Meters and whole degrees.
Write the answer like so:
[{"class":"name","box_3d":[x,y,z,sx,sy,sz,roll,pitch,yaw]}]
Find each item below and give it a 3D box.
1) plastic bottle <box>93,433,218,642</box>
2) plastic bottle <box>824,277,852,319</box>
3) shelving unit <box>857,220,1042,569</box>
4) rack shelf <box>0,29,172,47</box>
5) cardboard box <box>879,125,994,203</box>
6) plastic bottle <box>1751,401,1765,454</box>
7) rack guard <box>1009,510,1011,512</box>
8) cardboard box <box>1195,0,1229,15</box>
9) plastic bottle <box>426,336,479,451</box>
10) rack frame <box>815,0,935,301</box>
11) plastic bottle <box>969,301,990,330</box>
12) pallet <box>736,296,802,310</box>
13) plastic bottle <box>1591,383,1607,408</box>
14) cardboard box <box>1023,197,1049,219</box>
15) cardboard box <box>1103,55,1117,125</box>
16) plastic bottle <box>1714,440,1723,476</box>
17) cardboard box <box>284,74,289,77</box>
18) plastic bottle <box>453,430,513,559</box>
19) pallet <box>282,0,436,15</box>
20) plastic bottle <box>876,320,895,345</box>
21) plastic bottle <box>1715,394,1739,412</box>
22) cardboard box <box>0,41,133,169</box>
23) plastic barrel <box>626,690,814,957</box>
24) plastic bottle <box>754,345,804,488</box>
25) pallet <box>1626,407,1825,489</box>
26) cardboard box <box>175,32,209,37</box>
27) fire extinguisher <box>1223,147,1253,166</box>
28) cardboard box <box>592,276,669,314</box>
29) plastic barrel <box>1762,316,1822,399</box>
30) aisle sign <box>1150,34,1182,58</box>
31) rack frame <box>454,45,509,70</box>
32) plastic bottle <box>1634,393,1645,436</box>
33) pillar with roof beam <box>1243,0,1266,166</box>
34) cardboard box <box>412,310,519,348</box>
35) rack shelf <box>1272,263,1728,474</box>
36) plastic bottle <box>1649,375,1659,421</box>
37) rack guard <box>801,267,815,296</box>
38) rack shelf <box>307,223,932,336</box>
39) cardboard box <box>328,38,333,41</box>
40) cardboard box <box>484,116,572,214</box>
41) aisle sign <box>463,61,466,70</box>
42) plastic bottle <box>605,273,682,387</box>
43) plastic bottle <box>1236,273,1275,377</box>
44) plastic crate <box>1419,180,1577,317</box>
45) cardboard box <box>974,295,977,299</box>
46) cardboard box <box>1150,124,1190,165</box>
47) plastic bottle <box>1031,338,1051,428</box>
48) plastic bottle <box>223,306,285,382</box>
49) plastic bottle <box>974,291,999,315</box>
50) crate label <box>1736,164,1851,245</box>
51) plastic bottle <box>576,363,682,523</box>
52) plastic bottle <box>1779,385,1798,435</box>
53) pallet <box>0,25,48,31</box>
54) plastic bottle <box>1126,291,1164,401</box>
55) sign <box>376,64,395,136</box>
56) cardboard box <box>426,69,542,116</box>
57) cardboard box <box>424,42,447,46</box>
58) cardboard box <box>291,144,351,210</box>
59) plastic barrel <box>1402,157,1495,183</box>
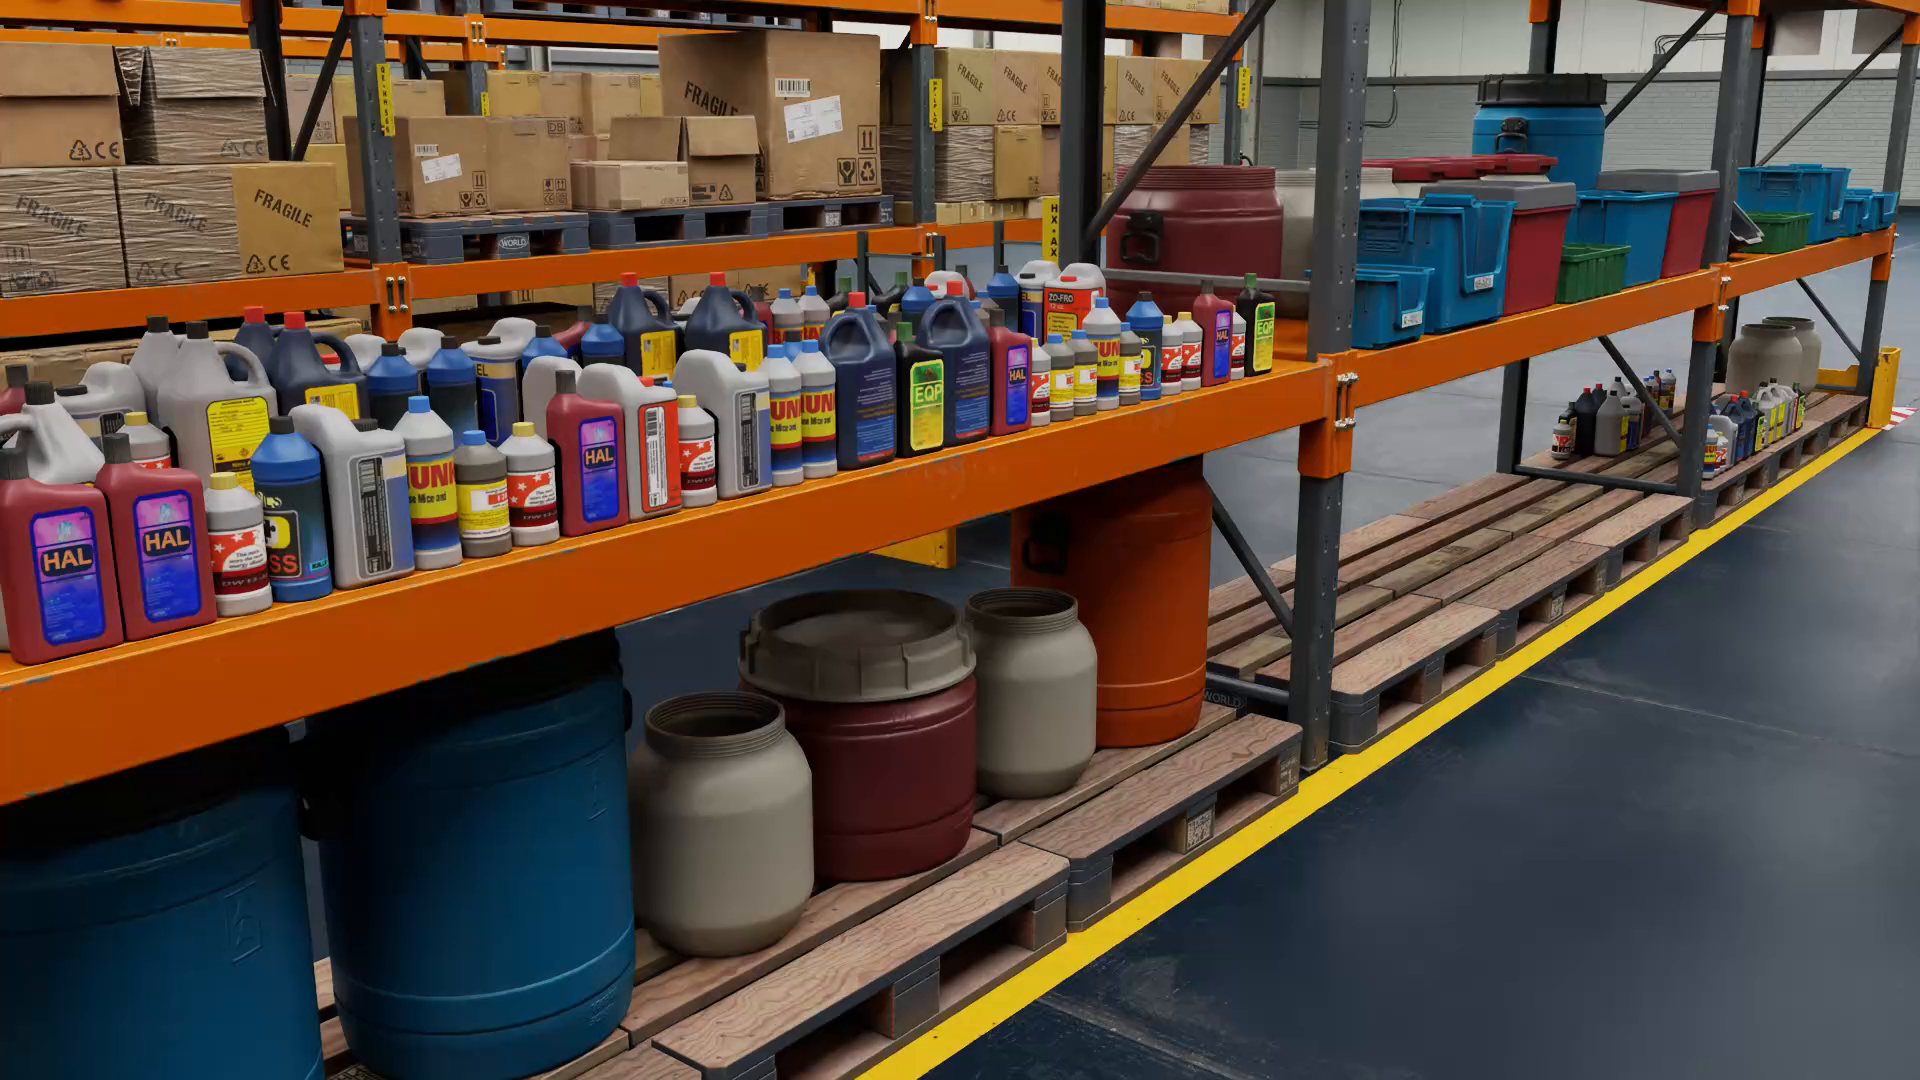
[{"class":"plastic bottle","box_3d":[-1.121,-0.012,2.314,0.061,0.283,0.133,11,18,38]},{"class":"plastic bottle","box_3d":[-0.332,-0.564,4.487,0.061,0.283,0.133,11,18,38]},{"class":"shelving unit","box_3d":[0.048,-0.742,7.996,0.587,1.500,1.083,11,18,38]},{"class":"rack shelf","box_3d":[-9.557,-4.593,15.479,1.077,0.370,4.000,11,18,38]},{"class":"cardboard box","box_3d":[-0.261,-2.606,11.483,0.875,0.500,0.500,11,18,38]},{"class":"plastic bottle","box_3d":[4.346,-0.619,9.091,0.061,0.283,0.133,12,19,40]},{"class":"rack guard","box_3d":[0.361,-0.231,8.525,0.587,0.250,0.087,11,18,38]},{"class":"cardboard box","box_3d":[1.817,-4.353,13.377,0.500,0.250,0.500,12,18,39]},{"class":"plastic bottle","box_3d":[-1.031,-0.278,3.388,0.097,0.271,0.097,0,14,0]},{"class":"rack frame","box_3d":[-0.592,-2.337,11.231,1.000,3.000,0.127,11,18,38]},{"class":"plastic bottle","box_3d":[0.041,-0.571,4.683,0.097,0.201,0.097,0,14,0]},{"class":"pallet","box_3d":[-2.314,-2.373,17.037,1.003,0.211,1.213,11,18,38]},{"class":"plastic bottle","box_3d":[3.562,-0.705,9.291,0.144,0.351,0.185,10,17,35]},{"class":"cardboard box","box_3d":[0.419,-2.399,11.984,0.380,0.149,0.250,11,18,38]},{"class":"cardboard box","box_3d":[0.822,-3.350,12.381,0.500,0.500,0.500,11,18,38]},{"class":"plastic bottle","box_3d":[3.866,-0.440,8.554,0.097,0.201,0.097,0,14,0]},{"class":"cardboard box","box_3d":[-7.517,-4.693,17.667,0.700,0.500,0.500,11,18,38]},{"class":"plastic bottle","box_3d":[-0.795,-0.079,2.744,0.097,0.201,0.097,0,14,0]},{"class":"pallet","box_3d":[-4.924,-4.302,13.261,0.805,0.209,1.217,10,18,35]},{"class":"plastic bottle","box_3d":[-0.142,-0.334,3.583,0.061,0.283,0.133,11,18,38]},{"class":"plastic bottle","box_3d":[4.345,-0.690,9.385,0.152,0.276,0.135,11,18,38]},{"class":"cardboard box","box_3d":[-3.990,-1.844,7.049,0.797,0.503,0.637,12,18,39]},{"class":"plastic barrel","box_3d":[-0.543,0.632,3.742,0.421,0.512,0.421,0,14,0]},{"class":"plastic bottle","box_3d":[-0.358,-0.246,3.259,0.097,0.271,0.097,0,14,0]},{"class":"pallet","box_3d":[4.482,-0.576,9.962,1.003,0.211,1.213,11,18,38]},{"class":"cardboard box","box_3d":[-7.909,-5.225,17.016,0.380,0.149,0.250,11,18,37]},{"class":"fire extinguisher","box_3d":[2.353,-3.016,14.061,0.296,0.674,0.183,11,18,38]},{"class":"cardboard box","box_3d":[-3.373,-2.581,15.652,0.875,0.875,0.875,11,18,38]},{"class":"plastic barrel","box_3d":[5.420,-1.197,10.941,0.421,0.512,0.421,0,14,0]},{"class":"aisle sign","box_3d":[1.728,-4.421,14.156,0.394,0.787,0.004,11,18,38]},{"class":"rack frame","box_3d":[-5.786,-4.637,20.283,1.000,3.000,0.127,11,18,38]},{"class":"plastic bottle","box_3d":[3.861,-0.723,9.500,0.061,0.283,0.133,11,18,38]},{"class":"pillar with roof beam","box_3d":[11.416,-13.397,42.583,9.100,9.000,0.400,11,18,38]},{"class":"cardboard box","box_3d":[-2.708,-1.069,8.900,0.500,0.250,0.500,12,19,40]},{"class":"rack shelf","box_3d":[2.004,-0.839,6.794,1.077,0.370,4.000,11,18,38]},{"class":"plastic bottle","box_3d":[4.177,-0.863,10.075,0.097,0.271,0.097,0,14,0]},{"class":"rack guard","box_3d":[-1.857,-2.683,17.670,1.175,0.500,0.348,11,18,38]},{"class":"rack shelf","box_3d":[-1.849,-1.605,9.812,1.077,0.370,4.000,11,18,38]},{"class":"cardboard box","box_3d":[-6.942,-5.520,18.179,0.380,0.149,0.250,11,18,38]},{"class":"cardboard box","box_3d":[-2.524,-2.055,9.064,0.500,0.500,0.700,-13,19,-41]},{"class":"aisle sign","box_3d":[-5.988,-5.957,20.198,0.394,0.787,0.004,11,18,38]},{"class":"plastic bottle","box_3d":[-0.752,-0.452,3.911,0.144,0.351,0.185,11,18,38]},{"class":"plastic bottle","box_3d":[0.824,-0.605,4.648,0.061,0.283,0.133,11,18,38]},{"class":"plastic crate","box_3d":[2.000,-1.098,6.222,0.402,0.464,0.583,11,18,38]},{"class":"cardboard box","box_3d":[0.045,-1.510,12.200,0.500,0.500,0.500,-9,17,-32]},{"class":"cardboard box","box_3d":[1.334,-3.080,13.349,0.875,0.500,0.500,11,18,38]},{"class":"plastic bottle","box_3d":[0.164,-0.371,3.894,0.097,0.201,0.097,0,14,0]},{"class":"plastic bottle","box_3d":[-1.328,-0.277,3.220,0.144,0.351,0.185,11,18,38]},{"class":"plastic bottle","box_3d":[0.068,-0.639,4.949,0.097,0.201,0.097,0,14,0]},{"class":"crate label","box_3d":[4.828,-1.960,9.672,0.502,0.435,0.616,11,18,38]},{"class":"plastic bottle","box_3d":[-0.598,-0.185,3.013,0.152,0.276,0.135,11,18,38]},{"class":"plastic bottle","box_3d":[4.782,-0.766,9.685,0.152,0.276,0.135,11,18,38]},{"class":"pallet","box_3d":[-9.420,-4.933,15.737,1.213,0.211,1.003,11,18,38]},{"class":"plastic bottle","box_3d":[0.470,-0.498,4.253,0.097,0.271,0.097,0,14,0]},{"class":"sign","box_3d":[-2.672,-2.047,7.737,0.100,0.325,0.005,11,18,38]},{"class":"cardboard box","box_3d":[-4.128,-3.785,14.434,0.875,0.550,0.550,11,18,38]},{"class":"cardboard box","box_3d":[-6.117,-5.759,19.118,0.380,0.149,0.250,12,19,39]},{"class":"cardboard box","box_3d":[-5.141,-2.838,12.998,0.500,0.500,0.500,11,18,38]},{"class":"plastic barrel","box_3d":[2.028,-1.347,7.056,0.433,0.535,0.433,0,14,0]}]
